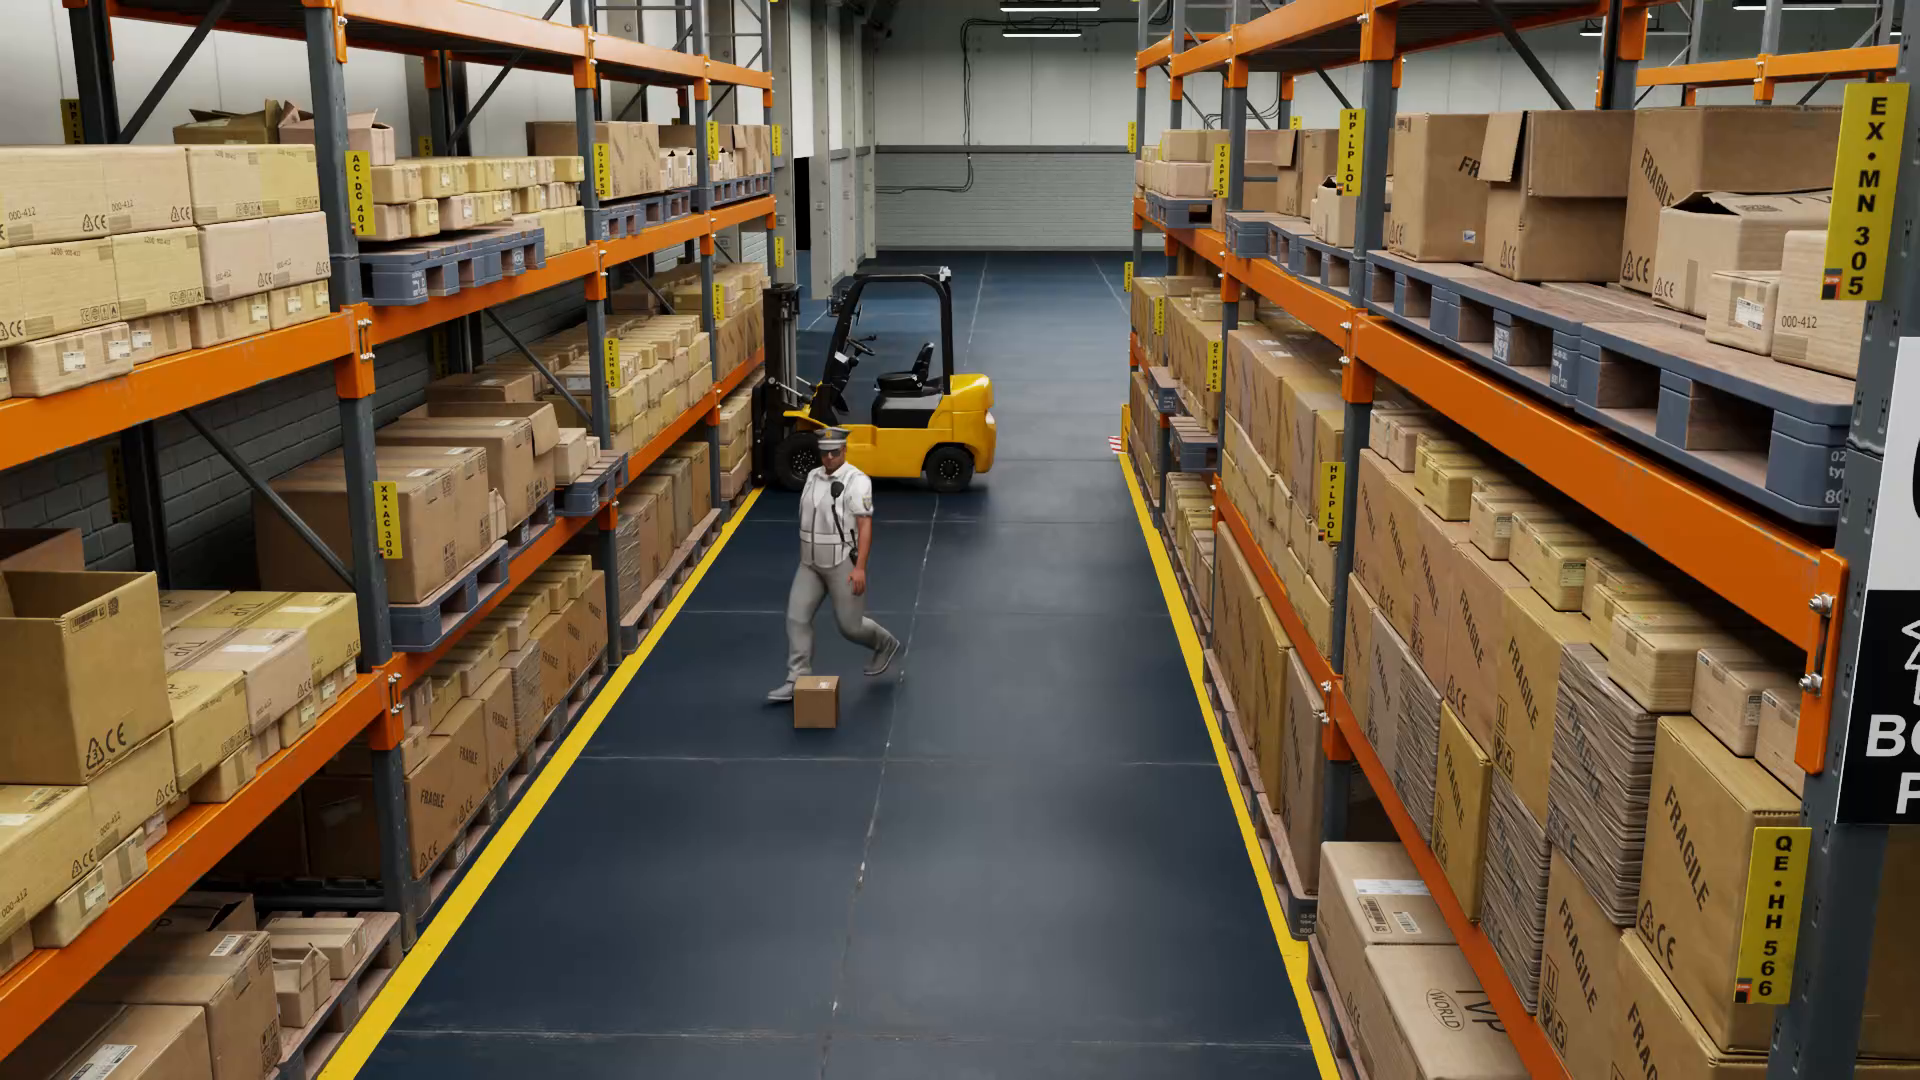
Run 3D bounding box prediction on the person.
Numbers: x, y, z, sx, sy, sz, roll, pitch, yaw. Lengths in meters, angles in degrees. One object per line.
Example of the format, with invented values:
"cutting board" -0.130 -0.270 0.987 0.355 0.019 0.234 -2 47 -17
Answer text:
"person" -0.827 0.136 10.484 0.555 1.707 0.948 9 17 33
